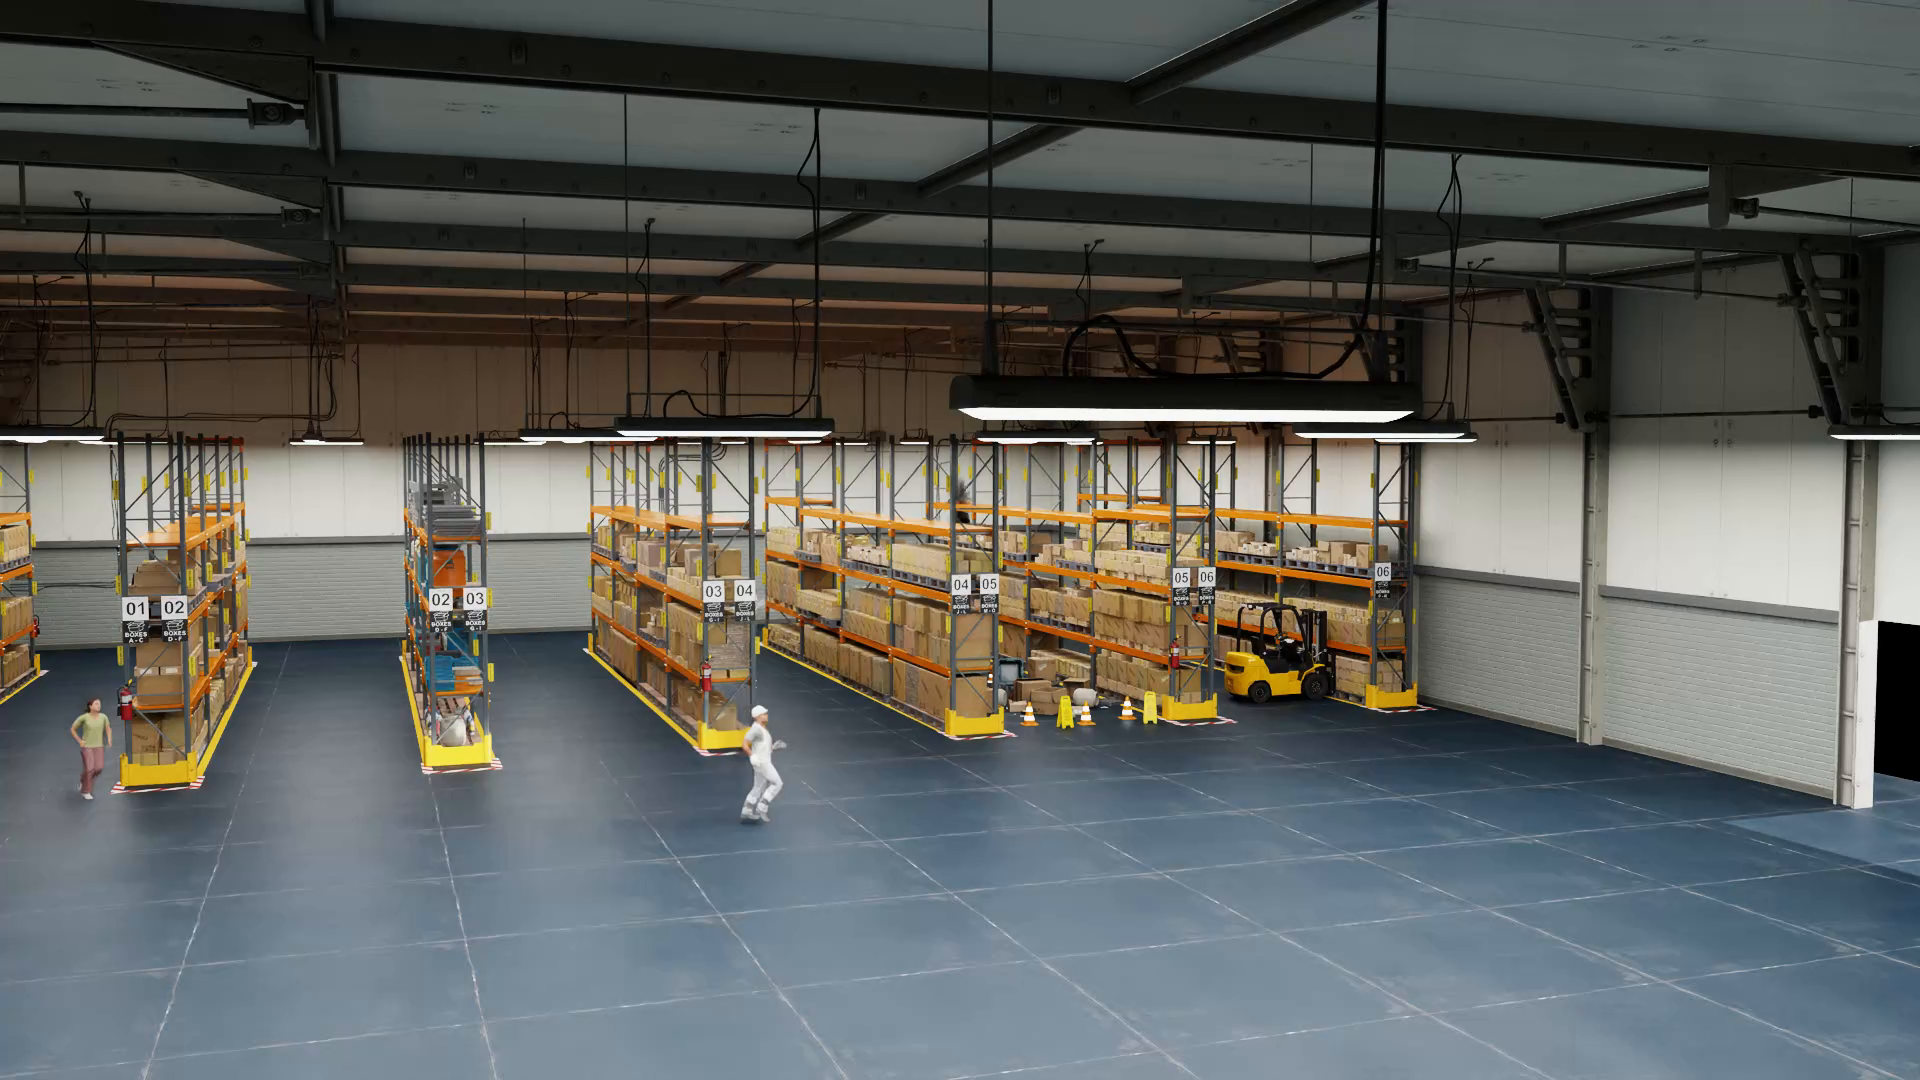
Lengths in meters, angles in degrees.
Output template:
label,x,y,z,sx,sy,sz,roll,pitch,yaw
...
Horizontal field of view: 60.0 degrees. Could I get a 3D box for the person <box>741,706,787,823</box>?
label,x,y,z,sx,sy,sz,roll,pitch,yaw
person,-2.998,3.368,25.372,0.701,1.684,0.641,0,3,-5

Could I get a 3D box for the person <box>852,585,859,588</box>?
label,x,y,z,sx,sy,sz,roll,pitch,yaw
person,-3.039,2.179,48.045,0.629,1.771,0.693,-2,4,-36

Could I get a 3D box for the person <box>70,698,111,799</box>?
label,x,y,z,sx,sy,sz,roll,pitch,yaw
person,-14.260,3.414,27.326,0.546,1.608,0.639,3,4,39
